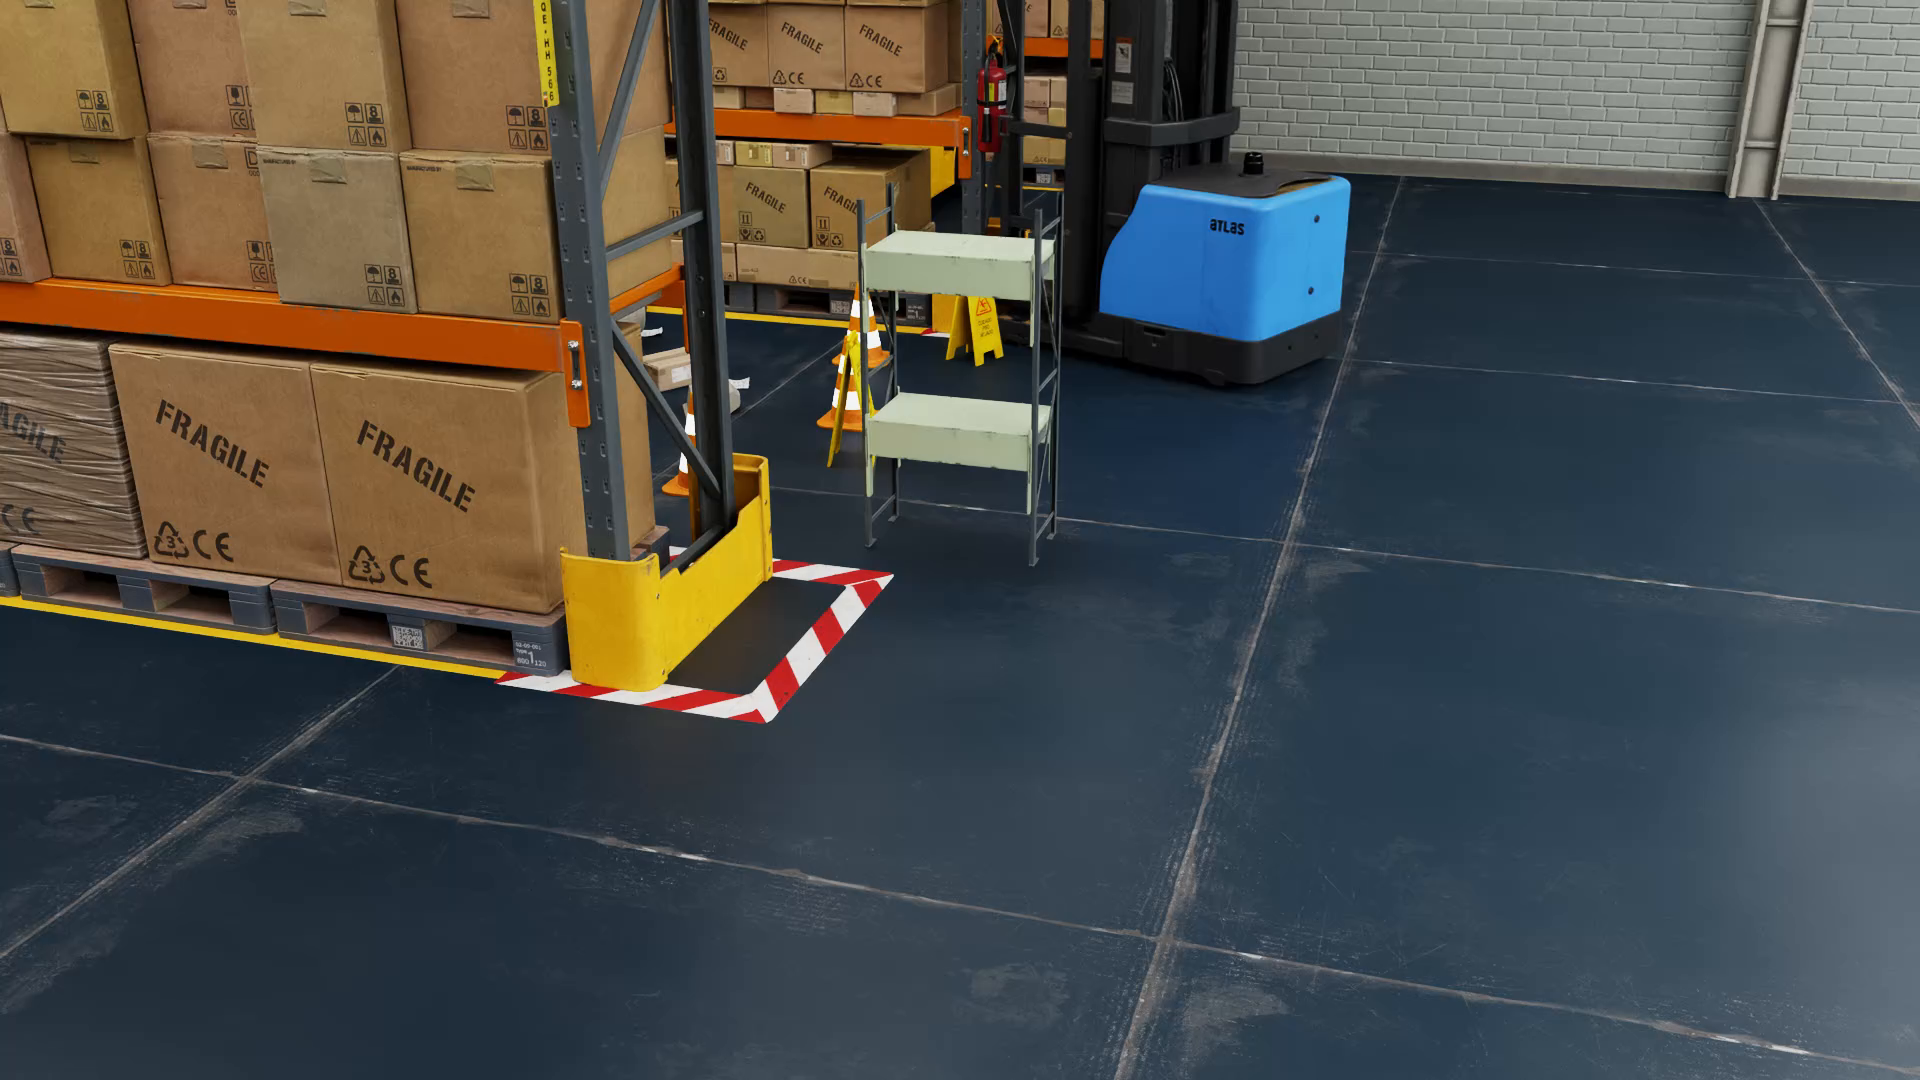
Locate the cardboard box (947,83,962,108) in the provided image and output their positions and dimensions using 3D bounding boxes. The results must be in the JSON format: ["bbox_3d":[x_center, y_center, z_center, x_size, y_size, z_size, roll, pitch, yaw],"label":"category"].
[{"bbox_3d":[-0.051,-2.877,10.663,0.250,0.149,0.380,7,23,16],"label":"cardboard box"}]

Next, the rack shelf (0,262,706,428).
[{"bbox_3d":[-3.033,-0.958,6.601,4.000,0.370,1.077,7,23,16],"label":"rack shelf"}]

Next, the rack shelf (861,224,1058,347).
[{"bbox_3d":[0.006,-1.054,6.836,0.720,0.370,0.431,7,23,16],"label":"rack shelf"}]

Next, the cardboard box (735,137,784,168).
[{"bbox_3d":[-1.238,-2.488,10.610,0.250,0.149,0.380,7,23,16],"label":"cardboard box"}]

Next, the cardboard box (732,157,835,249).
[{"bbox_3d":[-1.128,-2.199,10.761,0.500,0.500,0.500,7,23,17],"label":"cardboard box"}]

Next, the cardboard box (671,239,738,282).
[{"bbox_3d":[-1.633,-1.909,11.042,0.500,0.250,0.500,6,23,14],"label":"cardboard box"}]

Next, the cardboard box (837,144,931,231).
[{"bbox_3d":[-0.501,-2.342,11.108,0.500,0.500,0.500,6,23,14],"label":"cardboard box"}]

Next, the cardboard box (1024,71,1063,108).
[{"bbox_3d":[0.623,-4.061,14.969,0.500,0.250,0.500,7,23,16],"label":"cardboard box"}]

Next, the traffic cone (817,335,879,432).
[{"bbox_3d":[-0.565,-0.845,8.721,0.334,0.463,0.336,7,23,16],"label":"traffic cone"}]

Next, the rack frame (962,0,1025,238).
[{"bbox_3d":[0.215,-2.881,10.341,0.127,3.000,1.000,7,23,16],"label":"rack frame"}]

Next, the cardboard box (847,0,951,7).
[{"bbox_3d":[-0.338,-3.504,10.019,0.500,0.500,0.700,6,23,14],"label":"cardboard box"}]

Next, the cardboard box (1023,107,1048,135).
[{"bbox_3d":[0.611,-3.837,15.083,0.500,0.250,0.500,6,23,15],"label":"cardboard box"}]

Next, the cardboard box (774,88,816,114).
[{"bbox_3d":[-0.974,-2.769,10.399,0.250,0.149,0.380,7,23,16],"label":"cardboard box"}]

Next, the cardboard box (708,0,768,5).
[{"bbox_3d":[-1.338,-3.581,10.206,0.500,0.500,0.700,6,23,15],"label":"cardboard box"}]

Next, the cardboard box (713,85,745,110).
[{"bbox_3d":[-1.450,-2.843,10.579,0.250,0.149,0.380,6,23,15],"label":"cardboard box"}]

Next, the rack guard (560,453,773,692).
[{"bbox_3d":[-1.096,0.088,6.398,0.348,0.500,1.175,7,23,16],"label":"rack guard"}]

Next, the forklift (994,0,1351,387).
[{"bbox_3d":[0.799,-2.657,9.885,3.031,2.935,1.130,18,28,37],"label":"forklift"}]

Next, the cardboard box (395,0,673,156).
[{"bbox_3d":[-1.463,-1.695,5.830,0.550,0.550,0.875,7,23,16],"label":"cardboard box"}]

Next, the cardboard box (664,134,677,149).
[{"bbox_3d":[-1.995,-2.511,11.520,0.500,0.500,0.500,8,24,18],"label":"cardboard box"}]

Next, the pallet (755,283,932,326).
[{"bbox_3d":[-0.626,-1.701,11.139,1.213,0.211,1.003,7,23,16],"label":"pallet"}]

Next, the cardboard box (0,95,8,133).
[{"bbox_3d":[-3.567,-1.899,6.326,0.550,0.550,0.875,7,23,16],"label":"cardboard box"}]

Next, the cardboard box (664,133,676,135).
[{"bbox_3d":[-2.687,-4.272,16.308,0.625,0.625,0.875,8,24,18],"label":"cardboard box"}]

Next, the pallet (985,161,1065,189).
[{"bbox_3d":[0.901,-3.464,15.435,1.213,0.211,1.003,7,23,16],"label":"pallet"}]

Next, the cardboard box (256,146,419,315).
[{"bbox_3d":[-2.020,-1.218,6.088,0.550,0.550,0.875,7,23,16],"label":"cardboard box"}]

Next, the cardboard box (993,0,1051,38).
[{"bbox_3d":[0.604,-4.750,14.766,0.500,0.500,0.500,7,23,17],"label":"cardboard box"}]

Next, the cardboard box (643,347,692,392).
[{"bbox_3d":[-1.623,-0.972,9.443,0.380,0.149,0.250,-20,29,-39],"label":"cardboard box"}]

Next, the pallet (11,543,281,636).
[{"bbox_3d":[-3.071,0.025,6.931,1.213,0.211,1.003,7,23,15],"label":"pallet"}]

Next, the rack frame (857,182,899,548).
[{"bbox_3d":[-0.344,-0.733,7.081,0.023,1.500,0.400,7,23,16],"label":"rack frame"}]

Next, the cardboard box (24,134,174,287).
[{"bbox_3d":[-3.039,-1.368,6.454,0.500,0.550,0.875,7,23,16],"label":"cardboard box"}]

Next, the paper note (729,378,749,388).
[{"bbox_3d":[-1.265,-0.888,9.394,0.142,0.019,0.148,-1,22,-3],"label":"paper note"}]

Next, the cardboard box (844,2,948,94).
[{"bbox_3d":[-0.385,-3.024,10.167,0.500,0.500,0.500,6,23,15],"label":"cardboard box"}]

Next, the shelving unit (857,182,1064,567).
[{"bbox_3d":[0.006,-0.693,6.984,0.755,1.500,0.431,7,23,16],"label":"shelving unit"}]

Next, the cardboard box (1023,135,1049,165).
[{"bbox_3d":[0.630,-3.602,15.168,0.500,0.250,0.500,7,23,15],"label":"cardboard box"}]

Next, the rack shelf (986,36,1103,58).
[{"bbox_3d":[-0.270,-4.571,15.410,4.000,0.370,1.077,7,23,16],"label":"rack shelf"}]

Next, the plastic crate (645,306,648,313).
[{"bbox_3d":[-2.349,-1.499,10.819,0.583,0.080,0.402,-1,22,-3],"label":"plastic crate"}]

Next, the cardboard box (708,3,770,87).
[{"bbox_3d":[-1.341,-3.137,10.442,0.500,0.500,0.500,6,23,15],"label":"cardboard box"}]

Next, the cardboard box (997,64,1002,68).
[{"bbox_3d":[0.284,-4.303,15.561,0.500,0.250,0.500,6,23,15],"label":"cardboard box"}]

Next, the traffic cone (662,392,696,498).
[{"bbox_3d":[-1.217,-0.472,7.811,0.334,0.463,0.336,7,23,16],"label":"traffic cone"}]

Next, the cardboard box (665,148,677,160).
[{"bbox_3d":[-2.116,-2.314,11.041,0.500,0.500,0.500,8,24,18],"label":"cardboard box"}]

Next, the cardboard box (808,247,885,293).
[{"bbox_3d":[-0.660,-1.797,10.768,0.500,0.250,0.500,6,23,15],"label":"cardboard box"}]

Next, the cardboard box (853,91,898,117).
[{"bbox_3d":[-0.480,-2.716,10.269,0.250,0.149,0.380,6,23,15],"label":"cardboard box"}]

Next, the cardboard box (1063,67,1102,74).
[{"bbox_3d":[1.239,-4.191,15.287,0.500,0.250,0.500,6,23,15],"label":"cardboard box"}]

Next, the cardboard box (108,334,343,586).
[{"bbox_3d":[-2.630,-0.429,6.609,0.875,0.875,0.875,6,23,15],"label":"cardboard box"}]

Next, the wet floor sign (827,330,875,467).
[{"bbox_3d":[-0.519,-0.699,8.123,0.232,0.644,0.267,3,22,6],"label":"wet floor sign"}]

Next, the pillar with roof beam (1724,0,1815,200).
[{"bbox_3d":[5.739,-5.643,9.168,0.400,9.000,9.100,7,23,16],"label":"pillar with roof beam"}]

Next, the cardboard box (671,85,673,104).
[{"bbox_3d":[-1.935,-2.891,10.697,0.250,0.149,0.380,6,23,15],"label":"cardboard box"}]

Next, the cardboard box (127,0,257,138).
[{"bbox_3d":[-2.513,-1.833,6.165,0.550,0.550,0.875,7,23,16],"label":"cardboard box"}]
